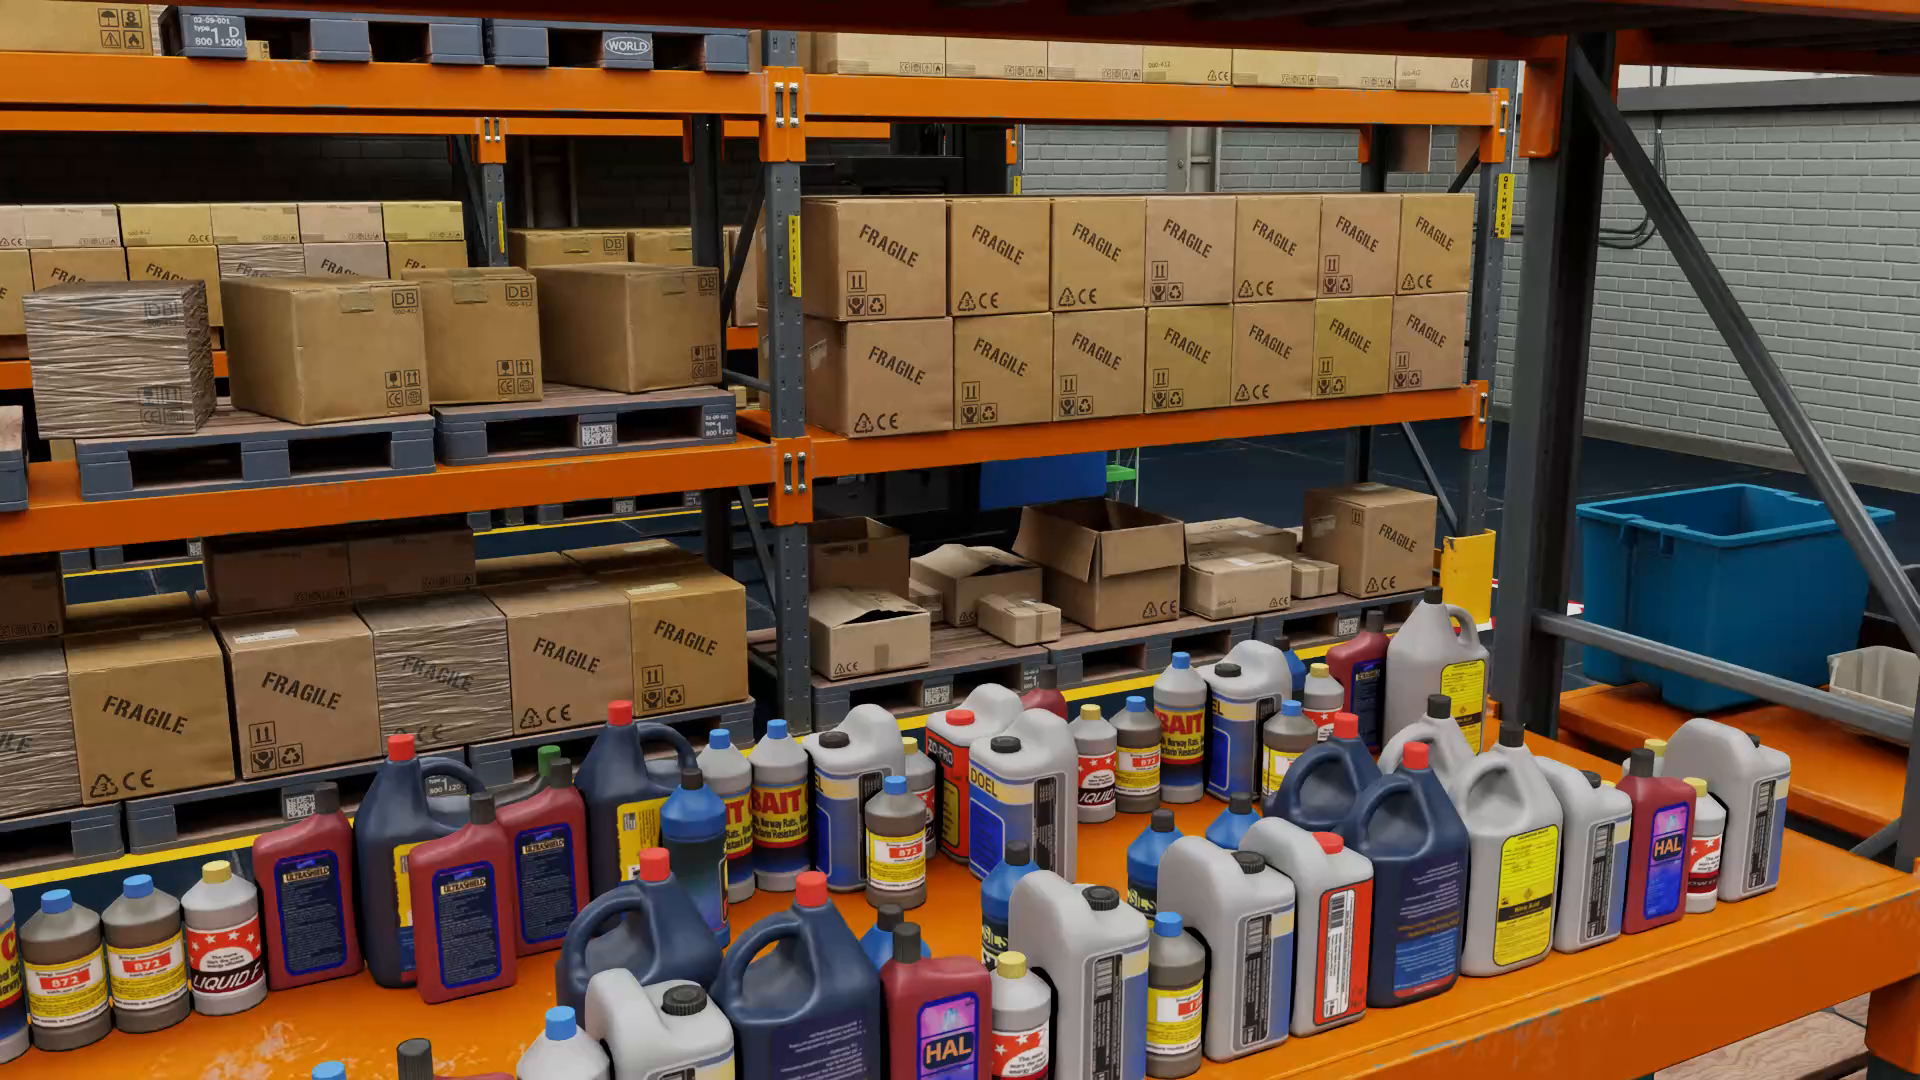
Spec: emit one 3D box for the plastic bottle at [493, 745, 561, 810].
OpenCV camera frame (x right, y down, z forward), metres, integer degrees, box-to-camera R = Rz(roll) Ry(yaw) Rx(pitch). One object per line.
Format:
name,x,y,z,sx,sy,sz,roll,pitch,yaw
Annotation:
plastic bottle,-0.650,0.456,2.516,0.133,0.283,0.061,-7,14,-28

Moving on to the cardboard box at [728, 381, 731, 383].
cardboard box,-1.921,-1.146,12.629,0.250,0.149,0.380,-7,14,-27

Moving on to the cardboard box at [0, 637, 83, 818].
cardboard box,-3.460,0.679,5.953,0.500,0.500,0.500,-7,15,-30

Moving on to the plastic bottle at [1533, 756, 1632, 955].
plastic bottle,0.916,0.460,2.517,0.135,0.276,0.152,-7,14,-28

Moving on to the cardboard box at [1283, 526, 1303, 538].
cardboard box,2.036,0.035,9.612,0.250,0.149,0.380,-7,14,-28

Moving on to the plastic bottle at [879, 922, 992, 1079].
plastic bottle,-0.030,0.581,1.962,0.133,0.283,0.061,-7,14,-28

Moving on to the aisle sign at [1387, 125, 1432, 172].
aisle sign,2.488,-2.451,9.246,0.004,0.787,0.394,-7,14,-28

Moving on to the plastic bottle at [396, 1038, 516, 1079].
plastic bottle,-0.512,0.639,1.705,0.133,0.283,0.061,-7,14,-28

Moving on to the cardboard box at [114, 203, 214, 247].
cardboard box,-4.955,-1.964,10.345,0.500,0.250,0.500,-7,15,-29

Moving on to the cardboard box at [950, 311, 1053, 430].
cardboard box,0.083,-0.802,7.615,0.500,0.500,0.500,-7,14,-27

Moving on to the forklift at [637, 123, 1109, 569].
forklift,-0.529,-1.357,10.463,3.031,2.935,1.130,-8,15,-31

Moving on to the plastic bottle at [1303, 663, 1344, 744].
plastic bottle,0.692,0.340,3.219,0.097,0.201,0.097,0,13,0

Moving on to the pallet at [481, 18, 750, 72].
pallet,-1.548,-2.015,6.825,1.003,0.211,1.213,-7,14,-28

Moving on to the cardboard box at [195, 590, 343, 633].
cardboard box,-2.833,0.473,6.865,0.500,0.500,0.500,-7,15,-30

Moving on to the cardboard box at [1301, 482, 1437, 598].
cardboard box,2.209,-0.009,9.010,0.500,0.500,0.500,-7,14,-28

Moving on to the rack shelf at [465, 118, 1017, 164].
rack shelf,-1.564,-2.975,12.303,4.000,0.370,1.077,-7,14,-28

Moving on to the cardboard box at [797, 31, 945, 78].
cardboard box,-0.397,-2.092,7.081,0.500,0.250,0.500,-7,14,-28

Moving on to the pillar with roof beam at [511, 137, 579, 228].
pillar with roof beam,-1.057,-3.990,8.342,0.400,9.000,9.100,-7,14,-28

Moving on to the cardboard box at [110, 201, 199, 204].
cardboard box,-5.202,-2.059,10.770,0.500,0.250,0.500,-7,15,-29

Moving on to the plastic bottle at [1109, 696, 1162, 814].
plastic bottle,0.317,0.385,3.020,0.097,0.201,0.097,0,13,0

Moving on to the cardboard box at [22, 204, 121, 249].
cardboard box,-5.400,-1.909,10.101,0.500,0.250,0.500,-7,14,-27

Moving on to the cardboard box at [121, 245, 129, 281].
cardboard box,-5.198,-1.695,10.859,0.500,0.500,0.500,-6,14,-26

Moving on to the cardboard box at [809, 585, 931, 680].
cardboard box,-0.470,0.397,7.637,0.500,0.311,0.500,-7,14,-28

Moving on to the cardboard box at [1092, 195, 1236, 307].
cardboard box,0.963,-1.393,7.961,0.500,0.500,0.500,-6,14,-26

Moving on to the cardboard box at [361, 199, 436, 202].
cardboard box,-3.848,-2.224,11.499,0.500,0.250,0.500,-6,14,-26

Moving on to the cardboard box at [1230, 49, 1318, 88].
cardboard box,1.367,-2.299,8.000,0.500,0.250,0.500,-7,14,-28

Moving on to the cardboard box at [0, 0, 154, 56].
cardboard box,-3.183,-1.950,5.883,0.500,0.500,0.910,-7,14,-28

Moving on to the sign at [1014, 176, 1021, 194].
sign,0.439,-2.647,12.864,0.005,0.325,0.100,-7,14,-28

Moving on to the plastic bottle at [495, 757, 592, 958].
plastic bottle,-0.621,0.468,2.464,0.133,0.283,0.061,-7,14,-28

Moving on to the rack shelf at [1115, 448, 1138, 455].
rack shelf,0.975,-0.659,11.597,0.480,0.148,0.258,-8,15,-31

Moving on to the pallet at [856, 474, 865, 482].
pallet,-0.473,-0.613,13.354,1.213,0.211,1.003,-7,14,-28

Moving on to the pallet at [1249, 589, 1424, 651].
pallet,1.802,0.334,9.146,1.213,0.211,1.003,-7,14,-28

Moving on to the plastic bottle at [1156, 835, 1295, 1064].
plastic bottle,0.355,0.527,2.218,0.135,0.276,0.152,-7,14,-28

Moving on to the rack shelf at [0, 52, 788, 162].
rack shelf,-2.698,-1.600,6.193,4.000,0.370,1.077,-7,14,-28

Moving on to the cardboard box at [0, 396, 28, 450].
cardboard box,-6.122,-0.440,10.170,0.750,0.750,0.750,-7,14,-29

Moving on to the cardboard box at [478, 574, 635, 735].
cardboard box,-1.676,0.464,6.905,0.500,0.500,0.500,-7,14,-28

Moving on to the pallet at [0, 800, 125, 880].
pallet,-3.780,1.012,6.132,1.213,0.211,1.003,-7,14,-28

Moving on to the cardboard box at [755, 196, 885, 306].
cardboard box,-0.623,-1.338,7.716,0.500,0.500,0.500,-7,14,-28

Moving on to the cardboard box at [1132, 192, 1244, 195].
cardboard box,1.156,-1.551,8.666,0.500,0.500,0.500,-7,14,-27

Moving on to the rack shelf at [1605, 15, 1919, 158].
rack shelf,3.183,-1.066,3.820,4.000,0.370,1.077,-7,14,-28

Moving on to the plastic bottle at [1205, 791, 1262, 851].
plastic bottle,0.397,0.493,2.380,0.097,0.271,0.097,0,13,0

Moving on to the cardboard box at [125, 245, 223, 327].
cardboard box,-4.928,-1.598,10.429,0.500,0.500,0.500,-6,14,-26

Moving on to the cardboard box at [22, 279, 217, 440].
cardboard box,-3.060,-0.678,6.107,0.500,0.500,0.700,-4,13,-17

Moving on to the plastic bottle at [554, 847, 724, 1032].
plastic bottle,-0.380,0.542,1.983,0.185,0.351,0.144,-7,14,-28

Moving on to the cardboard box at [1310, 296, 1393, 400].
cardboard box,1.852,-1.013,8.550,0.500,0.500,0.500,-7,14,-27

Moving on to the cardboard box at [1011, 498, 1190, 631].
cardboard box,0.704,0.107,8.487,0.637,0.503,0.797,-7,14,-28

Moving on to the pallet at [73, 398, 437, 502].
pallet,-2.749,-0.389,6.443,1.213,0.211,1.003,-7,14,-28

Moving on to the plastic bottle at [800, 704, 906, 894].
plastic bottle,-0.177,0.415,2.718,0.135,0.276,0.152,-7,14,-28

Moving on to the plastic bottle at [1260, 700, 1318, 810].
plastic bottle,0.594,0.390,2.998,0.097,0.201,0.097,0,13,0

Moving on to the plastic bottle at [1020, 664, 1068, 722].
plastic bottle,0.122,0.364,2.927,0.133,0.283,0.061,-7,14,-28

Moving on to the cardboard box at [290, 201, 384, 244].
cardboard box,-4.060,-2.071,10.823,0.500,0.250,0.500,-6,14,-27

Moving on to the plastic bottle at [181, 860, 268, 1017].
plastic bottle,-1.022,0.545,2.306,0.097,0.201,0.097,0,13,0

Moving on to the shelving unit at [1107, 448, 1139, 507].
shelving unit,0.975,-0.722,11.583,0.503,1.200,0.258,-8,15,-31

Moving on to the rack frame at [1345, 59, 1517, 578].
rack frame,2.568,-1.119,9.249,0.127,3.000,1.000,-7,14,-28
